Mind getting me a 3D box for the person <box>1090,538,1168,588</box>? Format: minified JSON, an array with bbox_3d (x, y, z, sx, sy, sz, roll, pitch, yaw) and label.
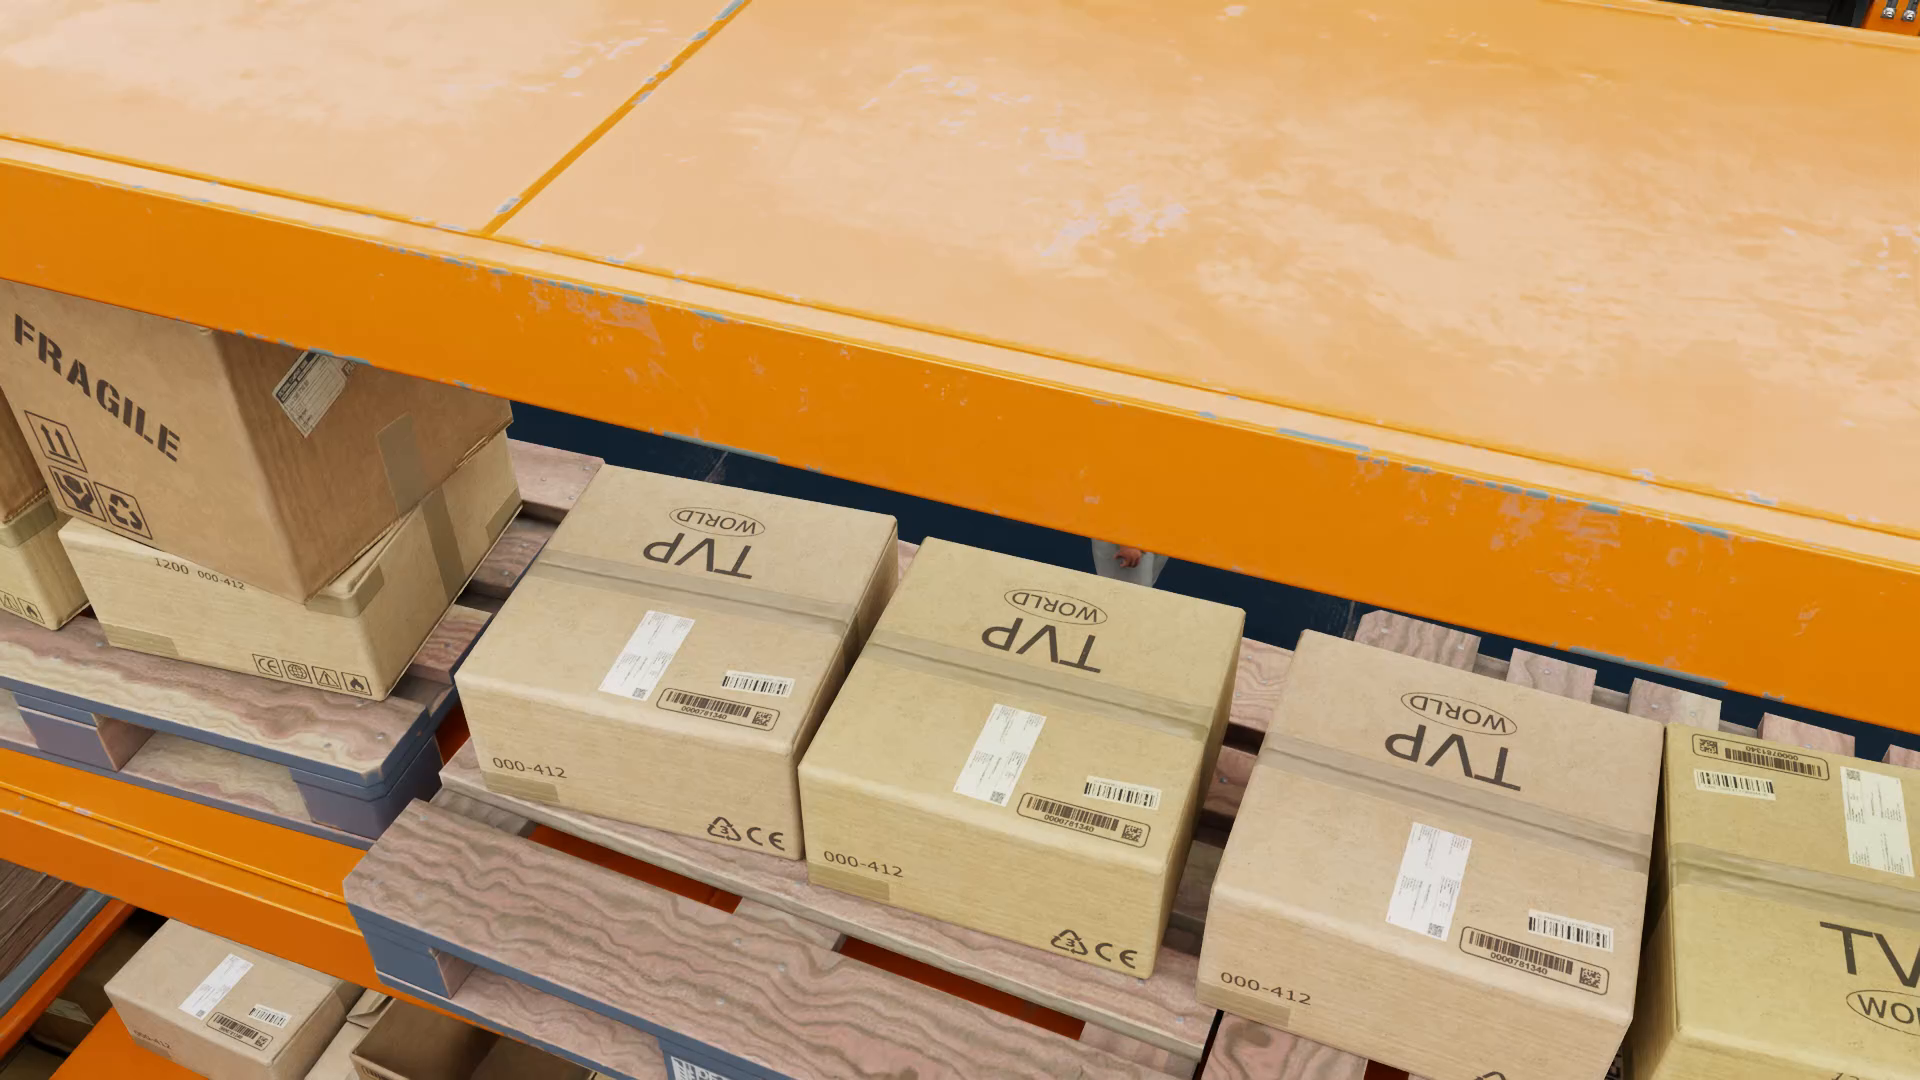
[{"bbox_3d":[0.655,-0.162,6.338,0.436,1.747,0.584,13,43,14],"label":"person"}]
